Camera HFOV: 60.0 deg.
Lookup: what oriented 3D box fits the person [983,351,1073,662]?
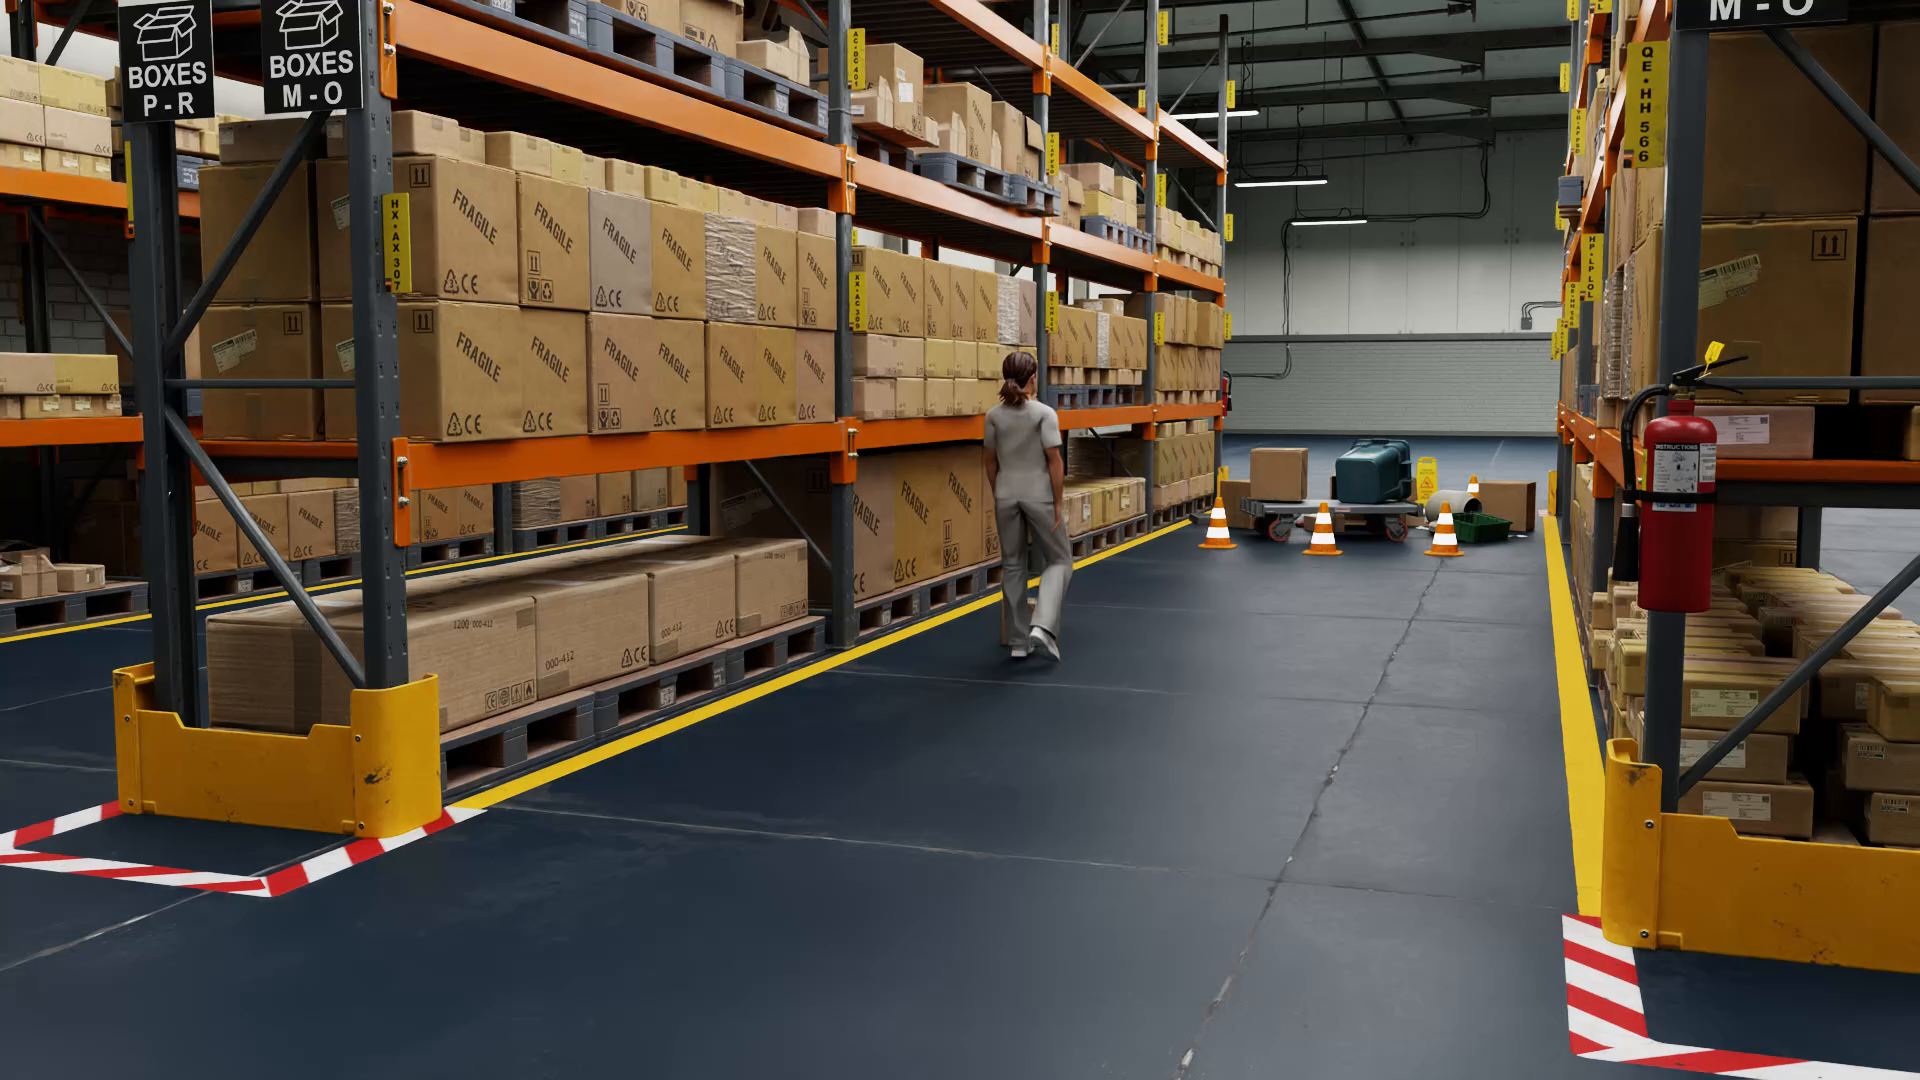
[{"bbox_3d":[0.371,-0.179,9.030,0.464,1.677,0.529,2,6,20],"label":"person"}]
